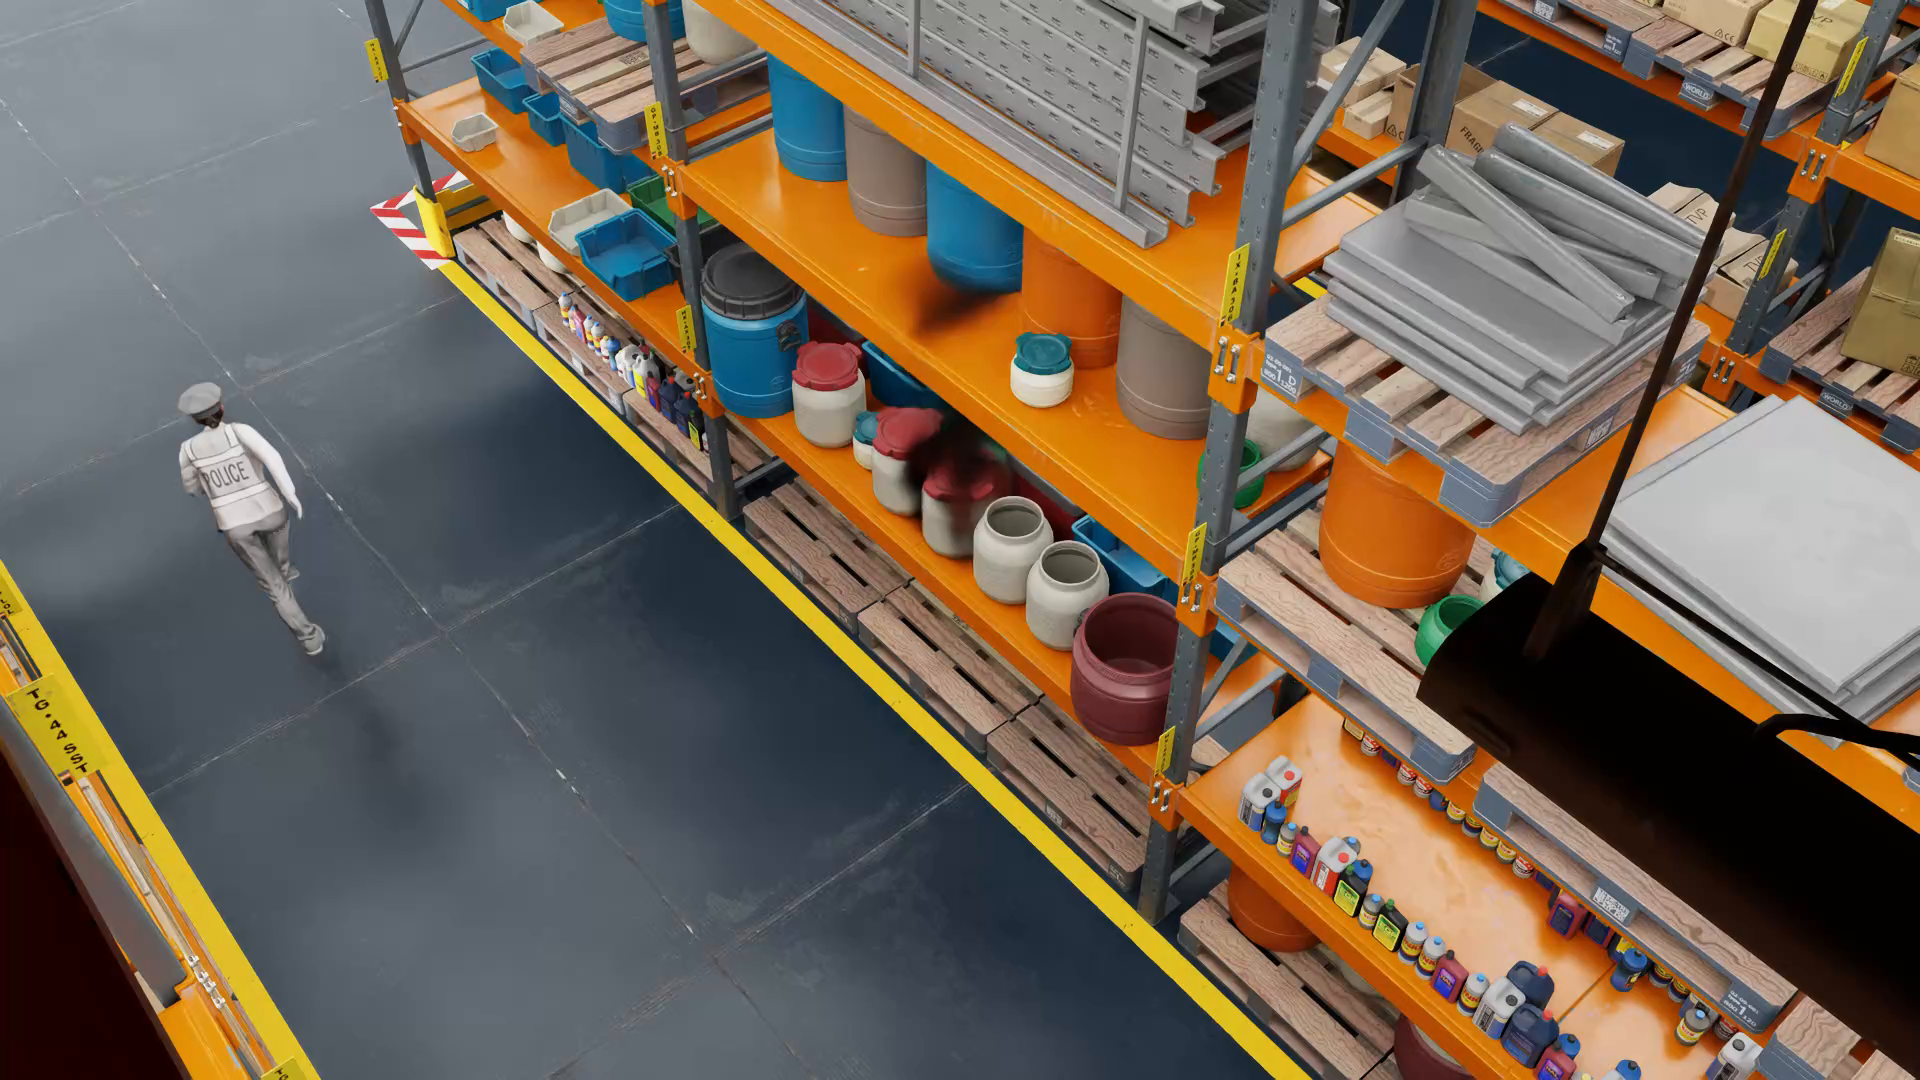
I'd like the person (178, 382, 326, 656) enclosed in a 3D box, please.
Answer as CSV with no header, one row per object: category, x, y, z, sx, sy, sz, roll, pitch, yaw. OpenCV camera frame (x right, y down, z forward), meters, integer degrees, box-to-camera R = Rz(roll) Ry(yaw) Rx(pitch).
person,-4.116,-0.078,9.697,0.594,1.455,1.077,-19,49,-17
